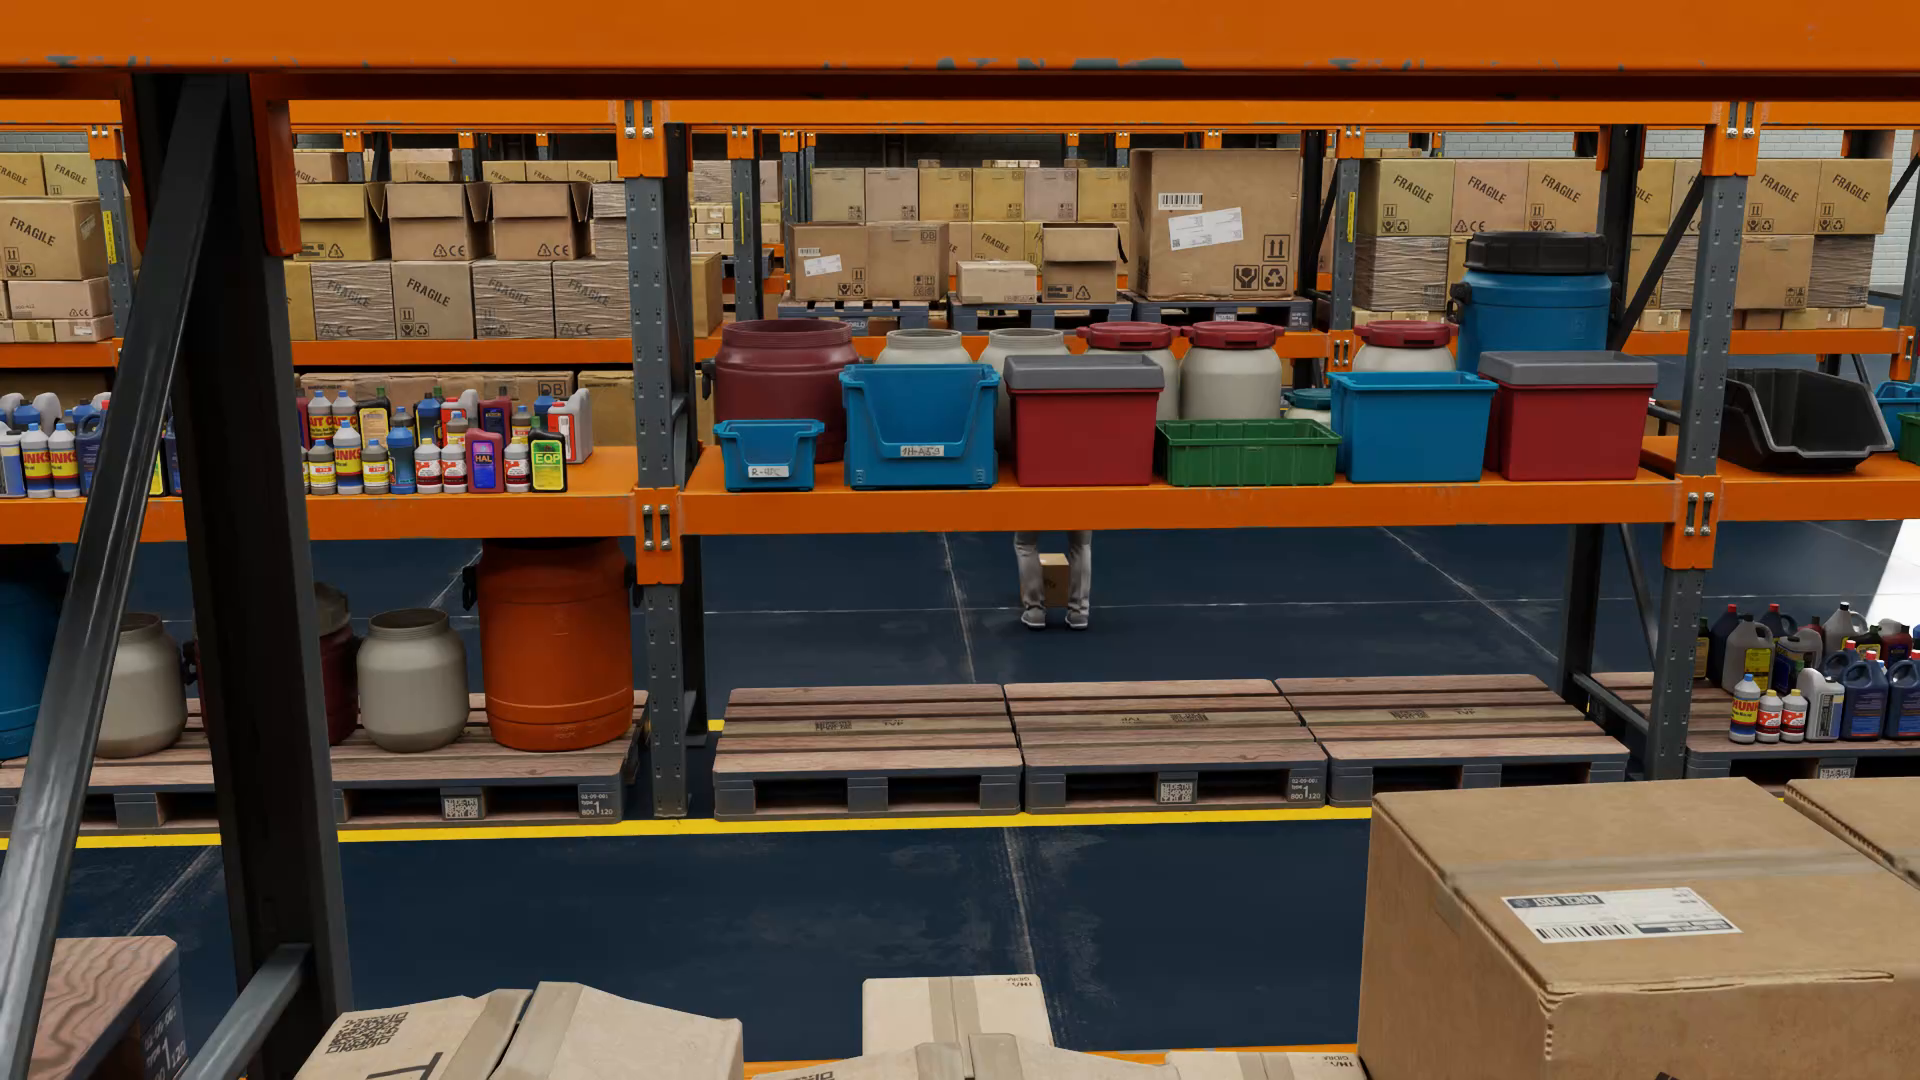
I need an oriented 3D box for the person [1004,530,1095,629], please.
[{"bbox_3d":[0.480,-0.103,9.069,0.514,1.127,0.812,-1,14,-3],"label":"person"}]
